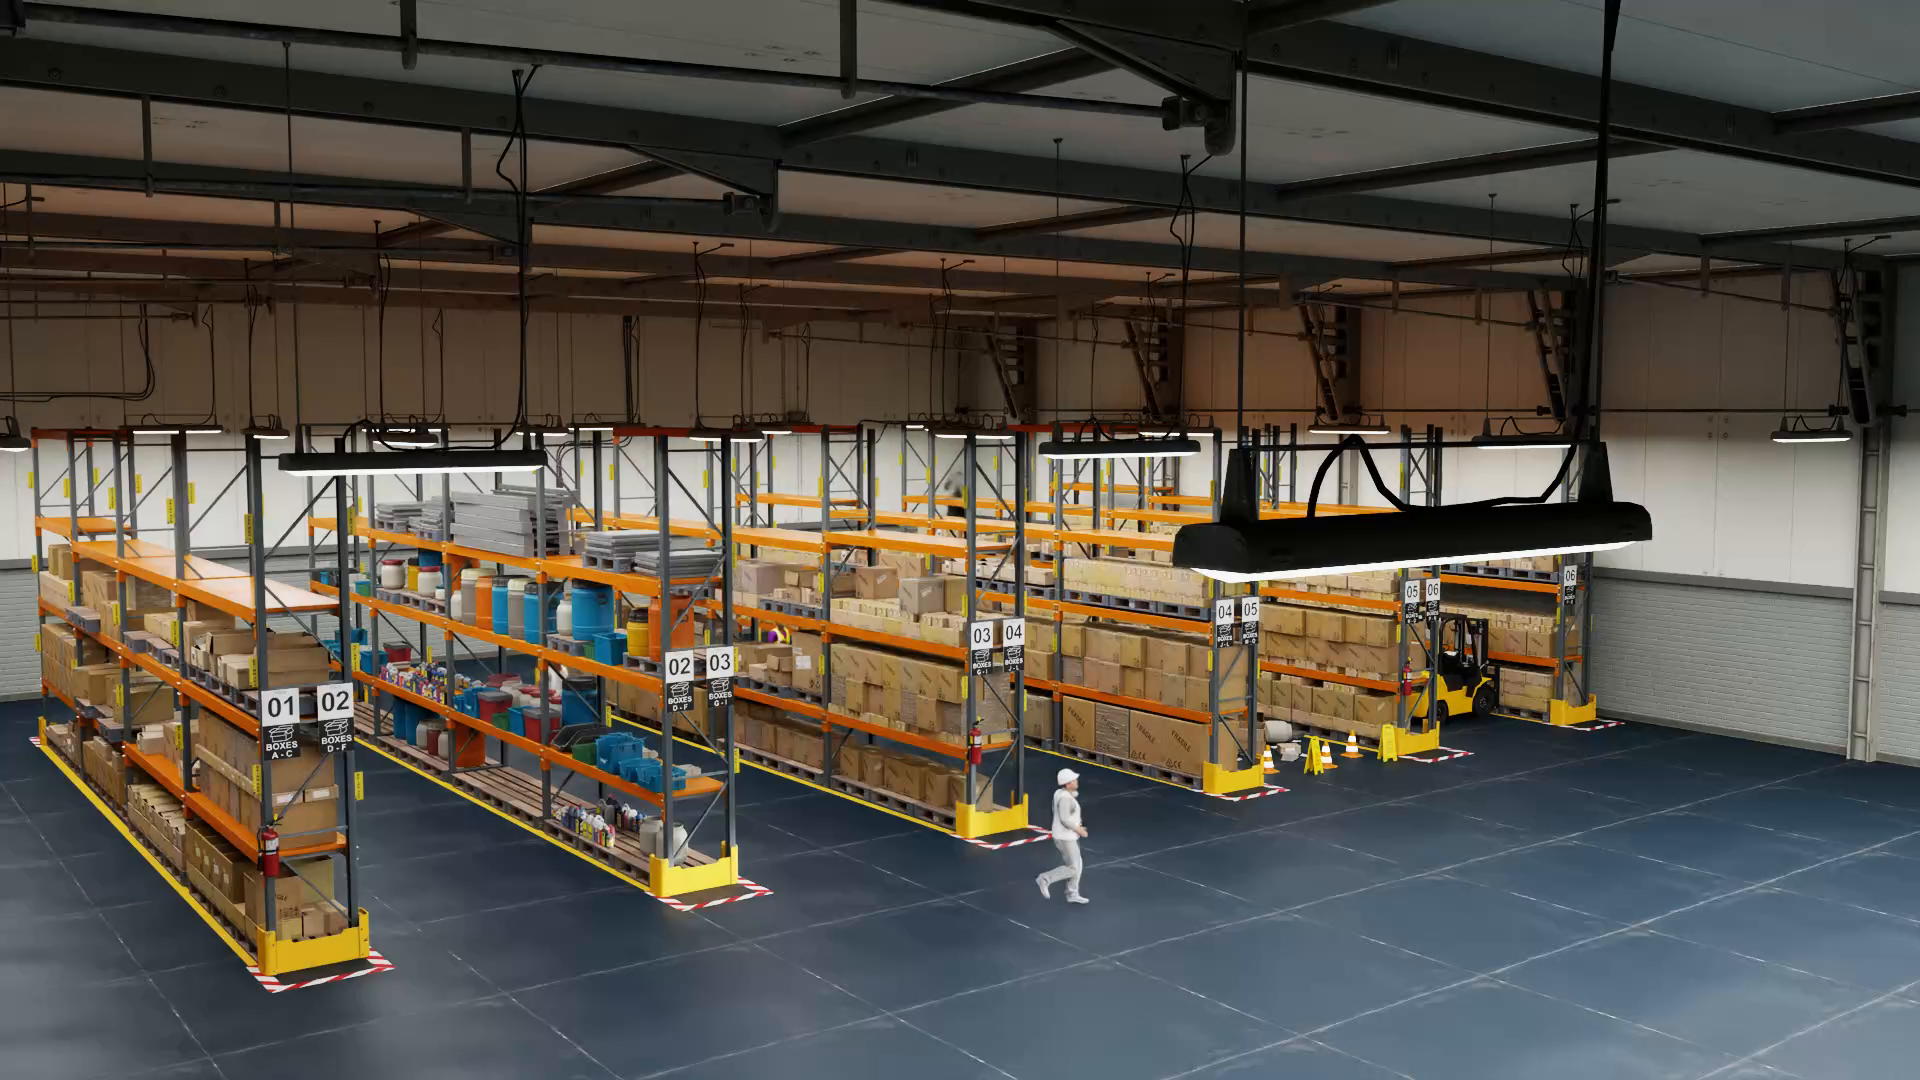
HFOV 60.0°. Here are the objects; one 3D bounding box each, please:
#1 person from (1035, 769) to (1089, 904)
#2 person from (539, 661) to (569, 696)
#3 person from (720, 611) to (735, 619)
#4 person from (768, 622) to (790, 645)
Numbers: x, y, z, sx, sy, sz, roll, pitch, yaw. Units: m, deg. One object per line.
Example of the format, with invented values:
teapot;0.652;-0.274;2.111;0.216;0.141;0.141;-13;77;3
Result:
person;1.304;3.798;21.311;0.723;1.760;0.667;0;4;-5
person;-7.703;2.990;31.629;0.639;1.728;0.668;4;6;41
person;-5.879;2.221;41.532;0.891;1.673;0.610;-1;5;-18
person;-3.967;2.556;36.576;0.721;1.794;0.903;-4;6;-44
